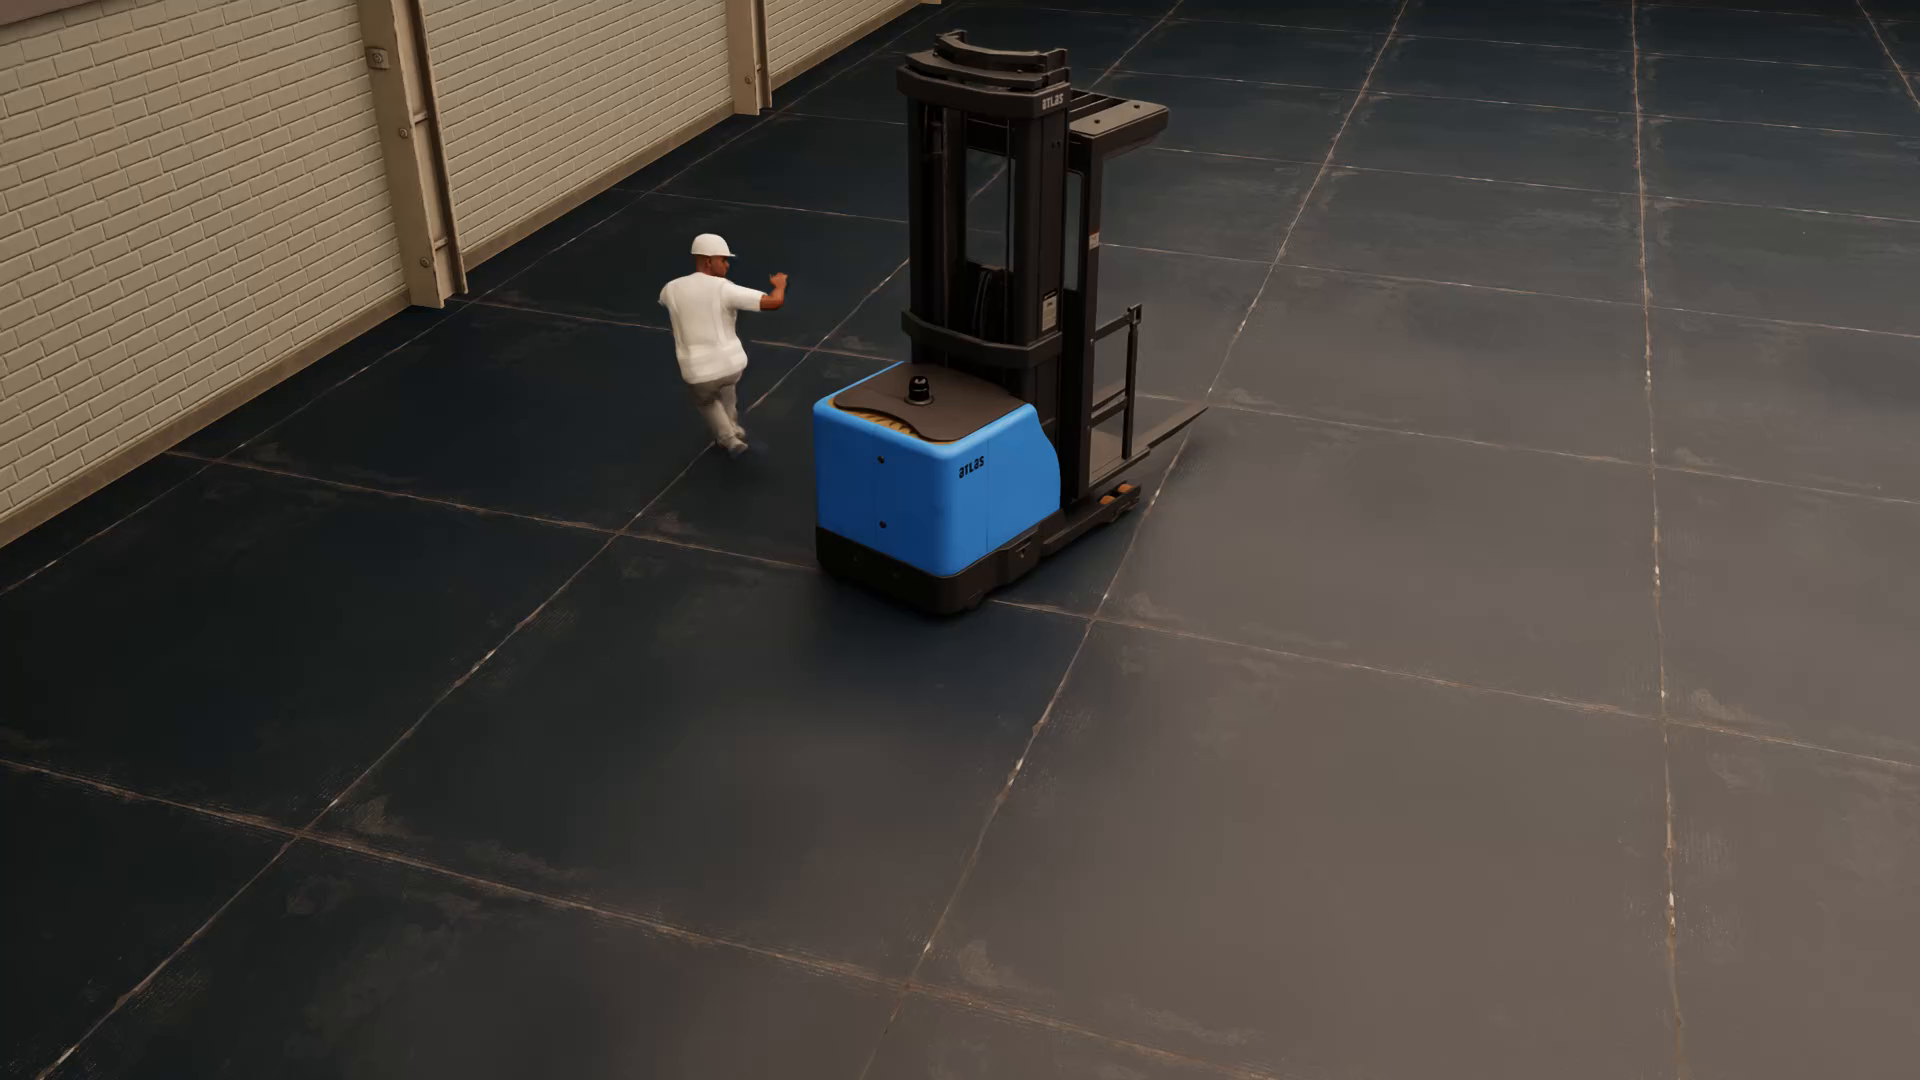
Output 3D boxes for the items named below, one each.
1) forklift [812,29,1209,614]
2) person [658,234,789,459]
[{"bbox_3d":[0.477,-1.522,9.806,1.130,2.935,3.031,22,36,33],"label":"forklift"},{"bbox_3d":[-1.531,-1.320,10.929,0.850,1.480,1.103,-4,30,-8],"label":"person"}]
